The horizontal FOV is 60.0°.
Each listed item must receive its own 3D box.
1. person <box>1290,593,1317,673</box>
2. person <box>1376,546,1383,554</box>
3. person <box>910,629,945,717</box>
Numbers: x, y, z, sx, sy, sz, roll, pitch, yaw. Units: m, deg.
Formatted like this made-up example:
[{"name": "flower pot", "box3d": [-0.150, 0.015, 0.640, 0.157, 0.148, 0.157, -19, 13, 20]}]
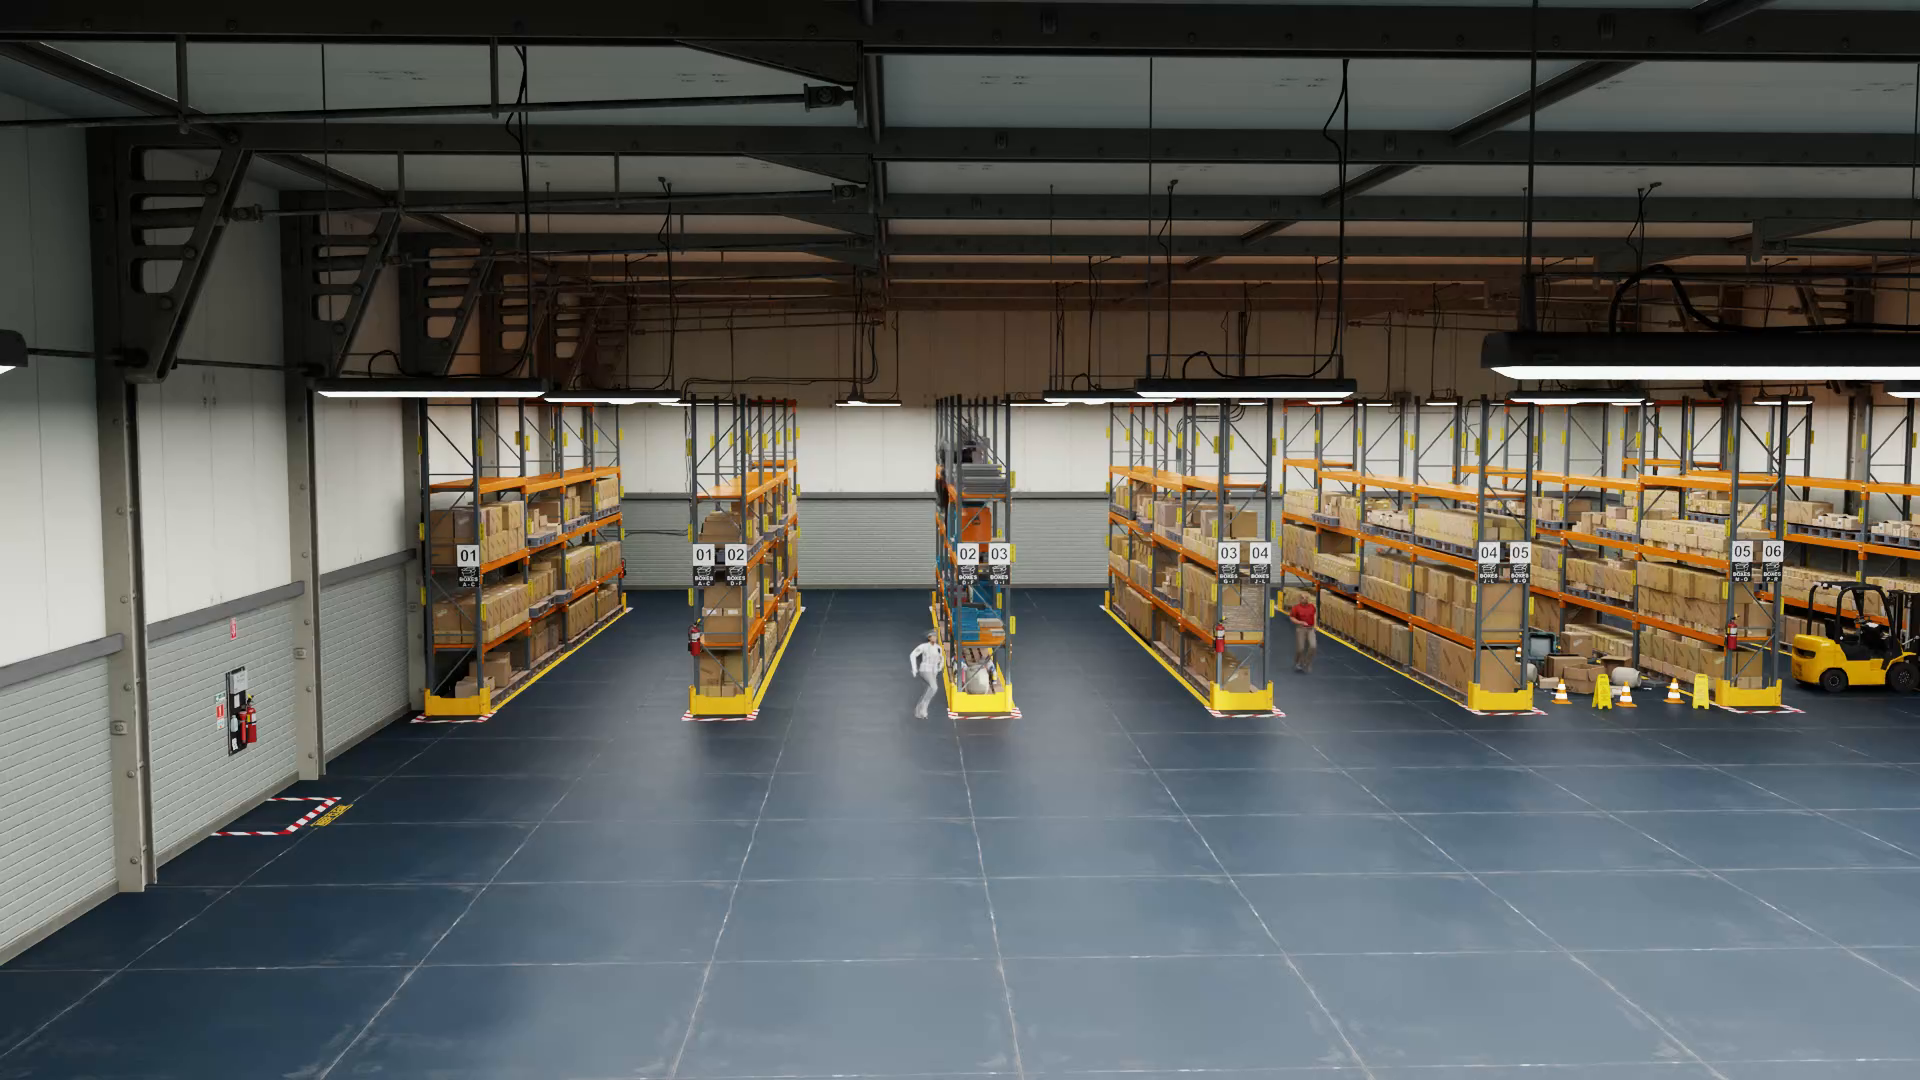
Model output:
[{"name": "person", "box3d": [7.512, 2.038, 36.252, 0.665, 1.762, 0.723, -1, 5, -7]}, {"name": "person", "box3d": [12.323, 1.005, 49.190, 0.590, 1.679, 0.650, -1, 5, -7]}, {"name": "person", "box3d": [-0.528, 2.465, 30.819, 0.604, 1.629, 0.601, -3, 6, -37]}]
